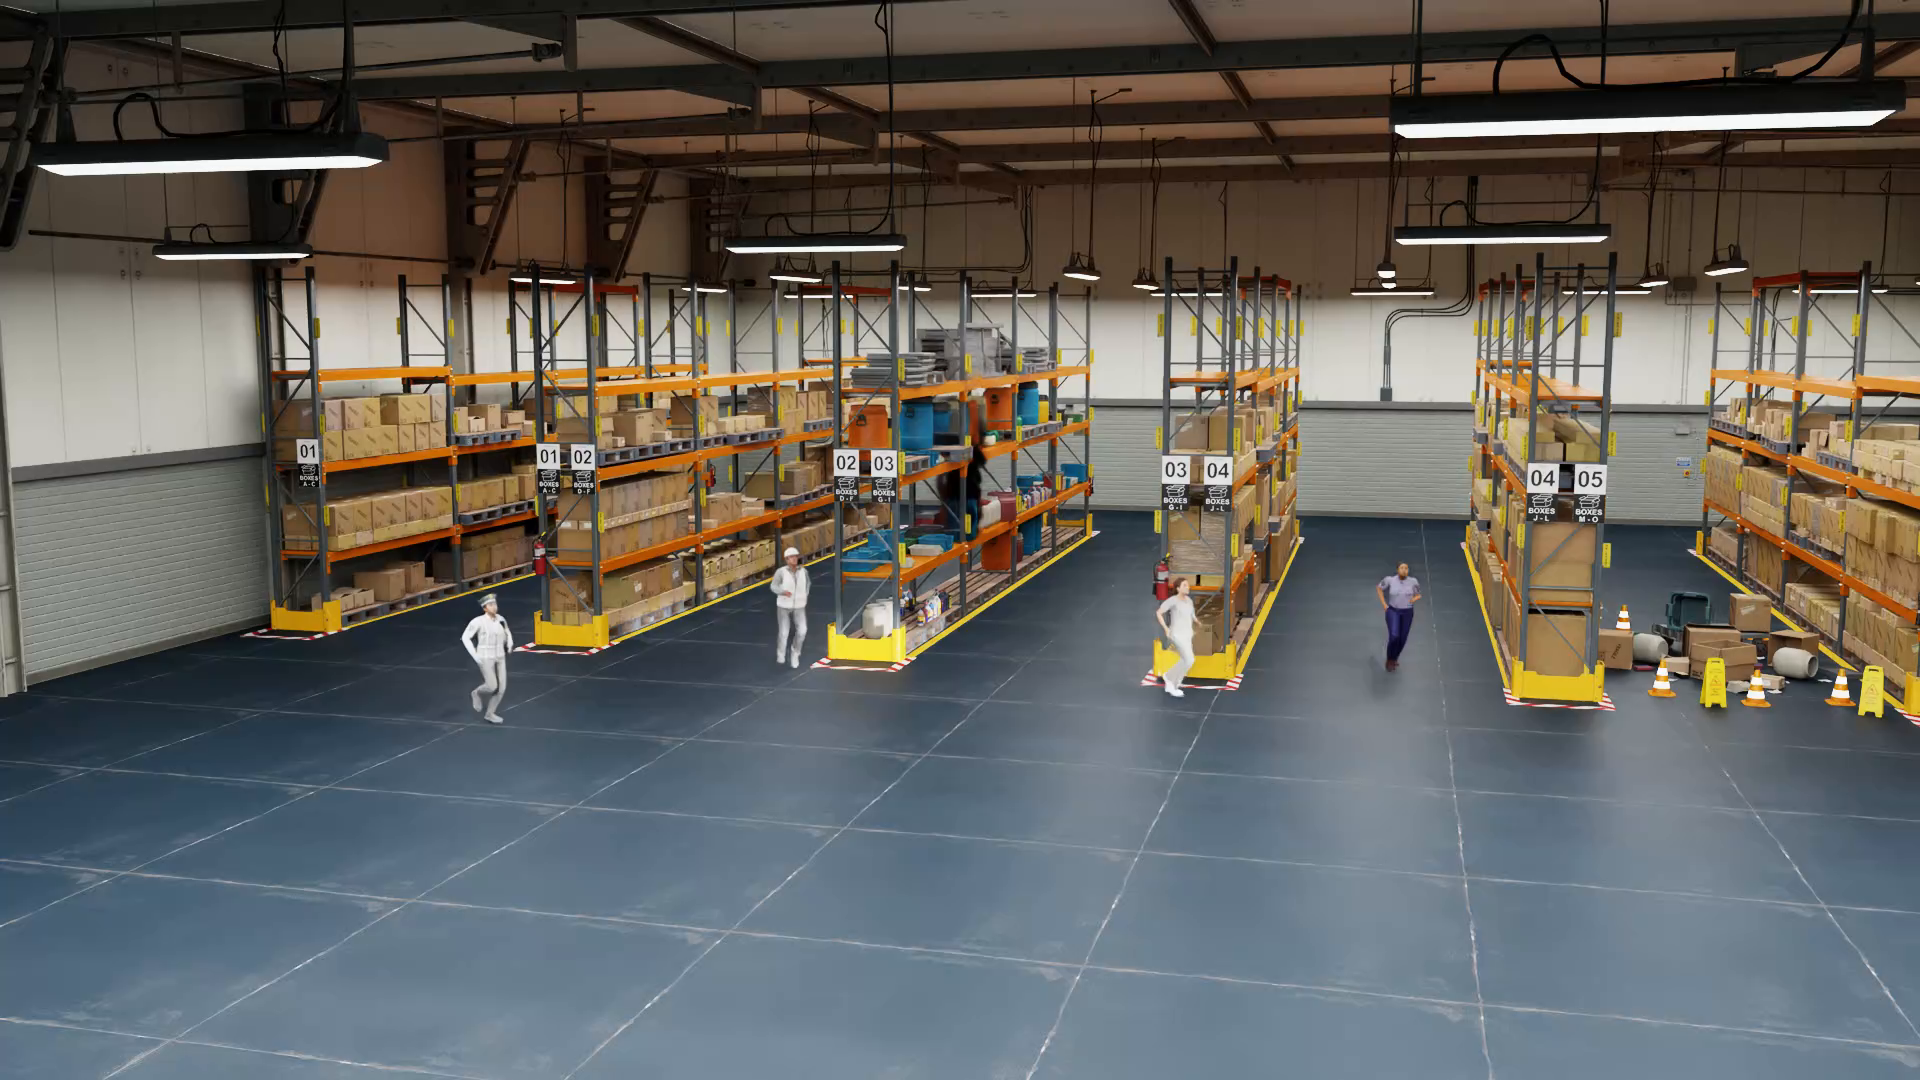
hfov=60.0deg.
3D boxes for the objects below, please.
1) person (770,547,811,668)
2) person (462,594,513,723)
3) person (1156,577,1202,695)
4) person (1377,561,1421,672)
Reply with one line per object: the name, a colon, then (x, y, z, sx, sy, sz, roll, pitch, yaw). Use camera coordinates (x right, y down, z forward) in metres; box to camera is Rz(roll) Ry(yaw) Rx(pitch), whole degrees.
person: (-2.489, 1.010, 24.721, 0.660, 1.802, 0.656, -2, 8, -19)
person: (-5.982, 1.503, 21.216, 0.523, 1.659, 0.668, 7, 10, 42)
person: (3.030, 1.323, 22.619, 0.548, 1.637, 0.596, -7, 10, -43)
person: (6.446, 1.125, 24.378, 0.591, 1.621, 0.716, 0, 7, -1)
